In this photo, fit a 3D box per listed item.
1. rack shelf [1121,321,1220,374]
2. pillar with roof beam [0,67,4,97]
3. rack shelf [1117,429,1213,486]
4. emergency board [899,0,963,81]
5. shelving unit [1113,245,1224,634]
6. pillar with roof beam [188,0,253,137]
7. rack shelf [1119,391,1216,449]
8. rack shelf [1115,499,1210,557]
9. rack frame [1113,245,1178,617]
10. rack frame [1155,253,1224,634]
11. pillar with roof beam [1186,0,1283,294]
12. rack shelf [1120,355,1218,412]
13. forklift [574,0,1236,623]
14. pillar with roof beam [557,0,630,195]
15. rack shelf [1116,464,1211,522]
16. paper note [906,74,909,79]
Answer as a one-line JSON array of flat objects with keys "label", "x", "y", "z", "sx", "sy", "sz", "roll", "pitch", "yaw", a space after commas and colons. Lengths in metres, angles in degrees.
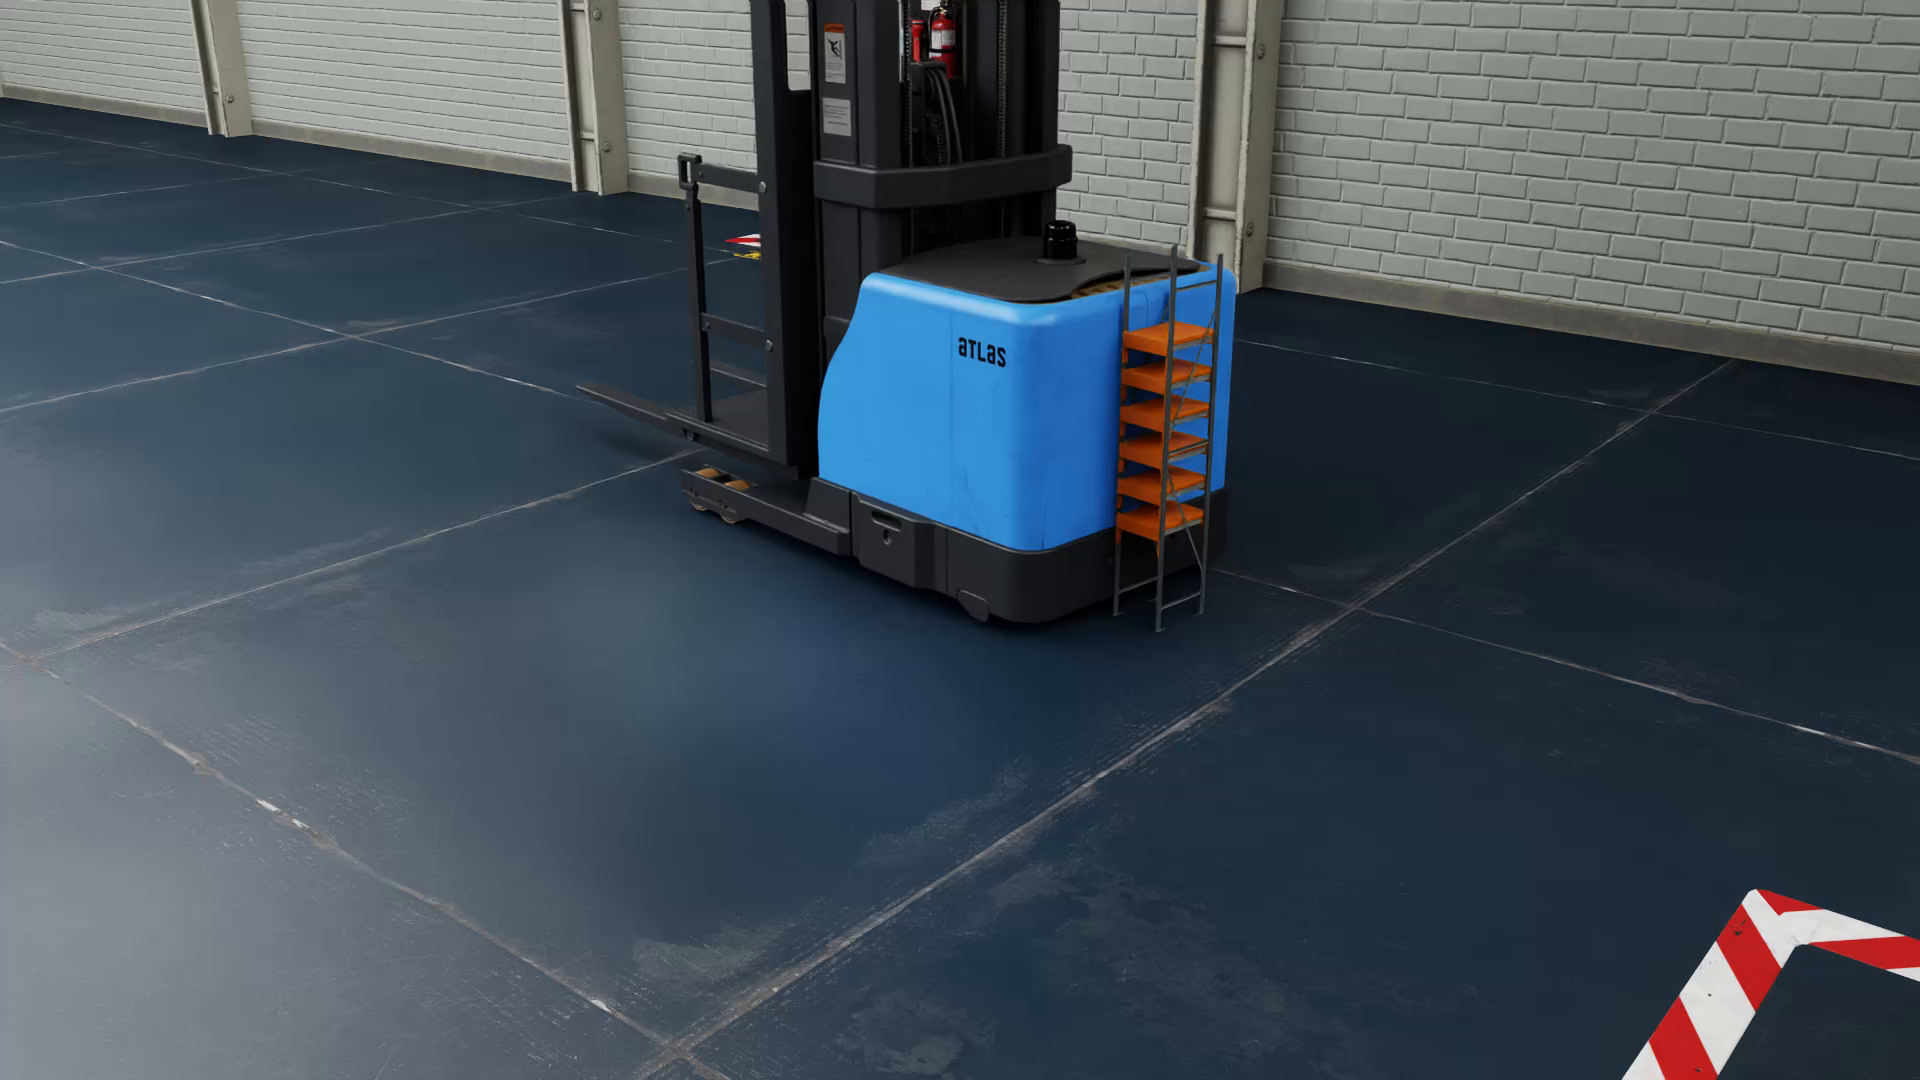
[{"label": "rack shelf", "x": 0.656, "y": -0.607, "z": 5.182, "sx": 0.258, "sy": 0.103, "sz": 0.180, "roll": -18, "pitch": 27, "yaw": -40}, {"label": "pillar with roof beam", "x": -15.019, "y": -8.637, "z": 16.318, "sx": 0.400, "sy": 9.000, "sz": 9.100, "roll": 16, "pitch": 26, "yaw": 36}, {"label": "rack shelf", "x": 0.656, "y": -0.270, "z": 5.310, "sx": 0.258, "sy": 0.103, "sz": 0.180, "roll": -18, "pitch": 27, "yaw": -40}, {"label": "emergency board", "x": -0.243, "y": -3.552, "z": 11.337, "sx": 0.643, "sy": 1.169, "sz": 0.194, "roll": 16, "pitch": 26, "yaw": 36}, {"label": "shelving unit", "x": 0.656, "y": -0.312, "z": 5.294, "sx": 0.258, "sy": 1.200, "sz": 0.189, "roll": -18, "pitch": 27, "yaw": -40}, {"label": "pillar with roof beam", "x": -10.371, "y": -7.298, "z": 12.768, "sx": 0.400, "sy": 9.000, "sz": 9.100, "roll": 16, "pitch": 26, "yaw": 36}, {"label": "rack shelf", "x": 0.656, "y": -0.382, "z": 5.267, "sx": 0.258, "sy": 0.103, "sz": 0.180, "roll": -18, "pitch": 27, "yaw": -40}, {"label": "rack shelf", "x": 0.656, "y": -0.045, "z": 5.394, "sx": 0.258, "sy": 0.103, "sz": 0.180, "roll": -18, "pitch": 27, "yaw": -40}, {"label": "rack frame", "x": 0.594, "y": -0.335, "z": 5.356, "sx": 0.240, "sy": 1.200, "sz": 0.006, "roll": -18, "pitch": 27, "yaw": -40}, {"label": "rack frame", "x": 0.718, "y": -0.288, "z": 5.231, "sx": 0.240, "sy": 1.200, "sz": 0.006, "roll": -18, "pitch": 27, "yaw": -40}, {"label": "pillar with roof beam", "x": -1.074, "y": -4.621, "z": 5.669, "sx": 0.400, "sy": 9.000, "sz": 9.100, "roll": 16, "pitch": 26, "yaw": 36}, {"label": "rack shelf", "x": 0.656, "y": -0.495, "z": 5.225, "sx": 0.258, "sy": 0.103, "sz": 0.180, "roll": -18, "pitch": 27, "yaw": -40}, {"label": "forklift", "x": -0.433, "y": -1.541, "z": 6.101, "sx": 1.130, "sy": 2.935, "sz": 3.031, "roll": -18, "pitch": 27, "yaw": -40}, {"label": "pillar with roof beam", "x": -5.723, "y": -5.960, "z": 9.218, "sx": 0.400, "sy": 9.000, "sz": 9.100, "roll": 16, "pitch": 26, "yaw": 36}, {"label": "rack shelf", "x": 0.656, "y": -0.158, "z": 5.352, "sx": 0.258, "sy": 0.103, "sz": 0.180, "roll": -18, "pitch": 27, "yaw": -40}, {"label": "paper note", "x": -0.336, "y": -3.199, "z": 11.648, "sx": 0.142, "sy": 0.148, "sz": 0.016, "roll": 16, "pitch": 26, "yaw": 36}]
